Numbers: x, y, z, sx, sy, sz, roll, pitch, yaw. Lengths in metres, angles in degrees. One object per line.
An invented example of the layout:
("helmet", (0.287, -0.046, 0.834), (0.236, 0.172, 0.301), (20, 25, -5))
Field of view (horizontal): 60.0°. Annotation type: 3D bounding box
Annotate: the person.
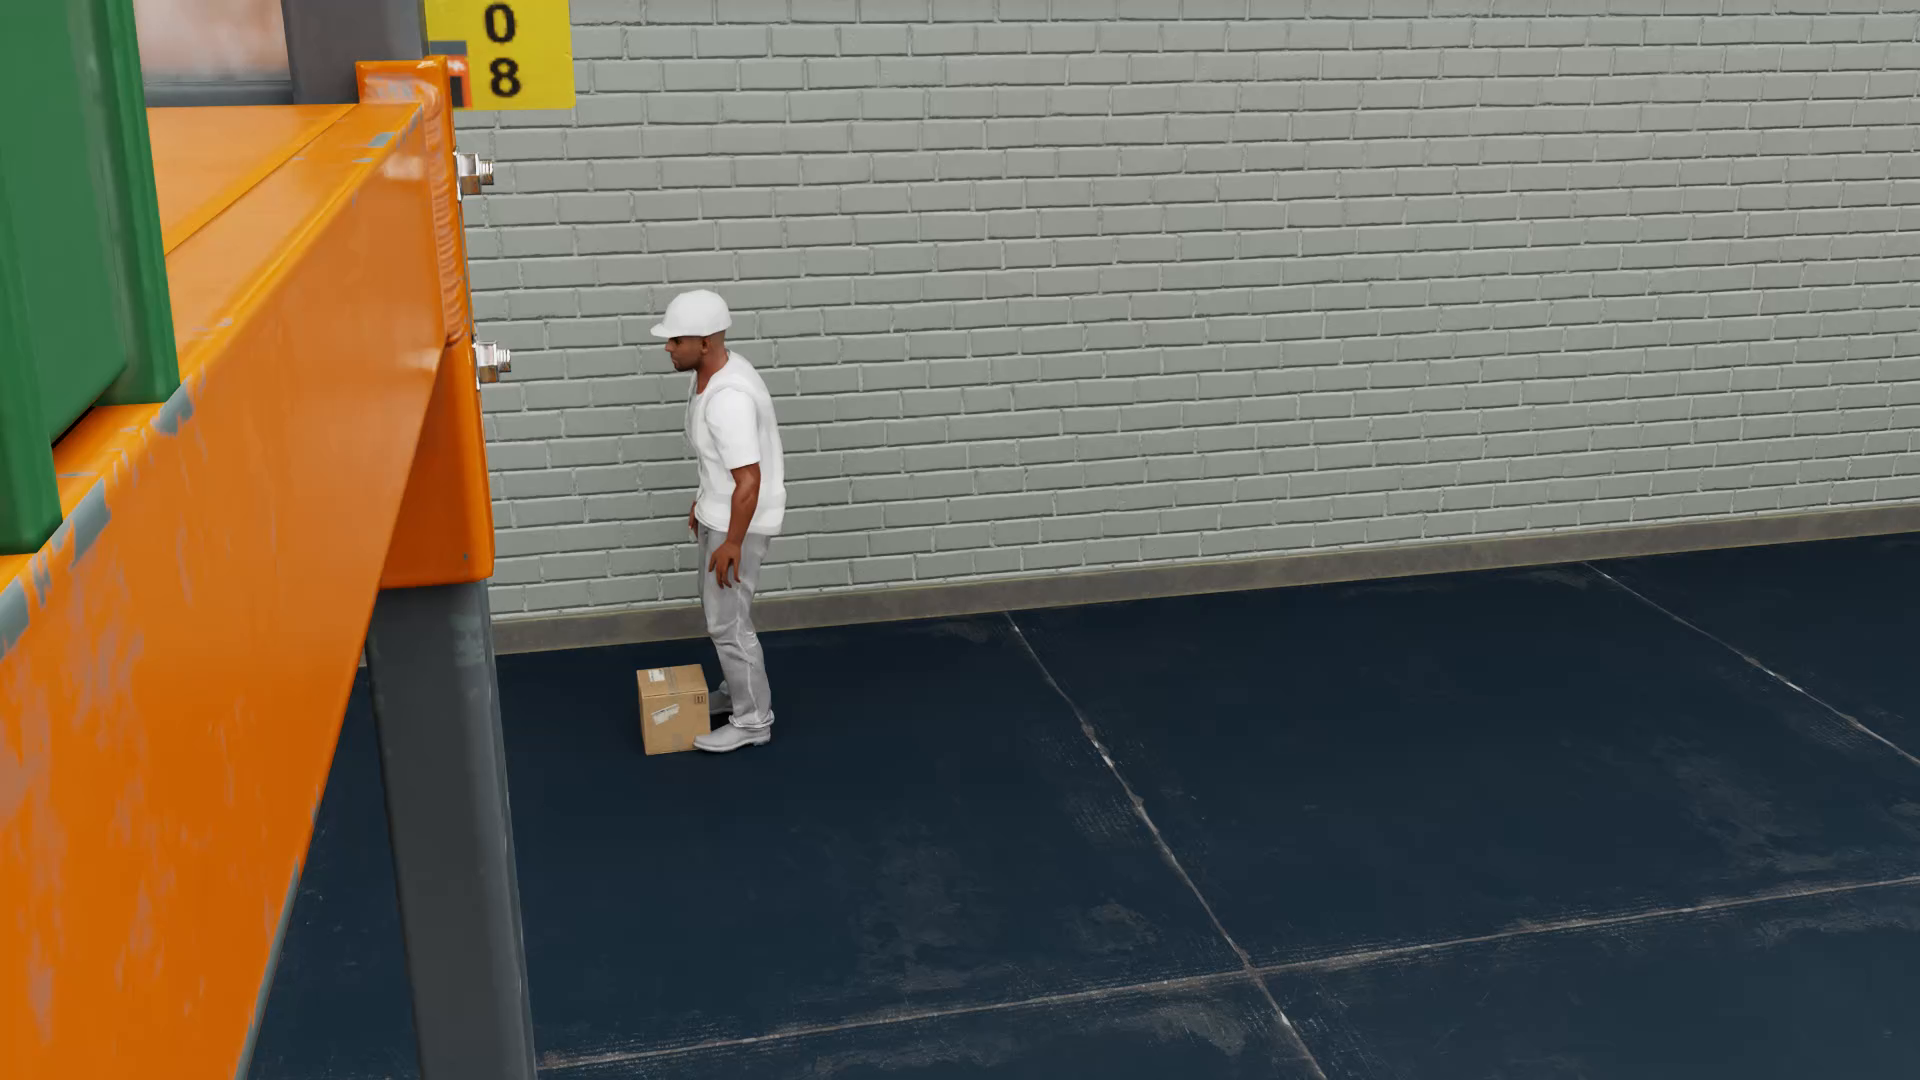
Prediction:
("person", (-0.889, -0.072, 6.245), (0.454, 1.761, 0.636), (-6, 20, -15))
